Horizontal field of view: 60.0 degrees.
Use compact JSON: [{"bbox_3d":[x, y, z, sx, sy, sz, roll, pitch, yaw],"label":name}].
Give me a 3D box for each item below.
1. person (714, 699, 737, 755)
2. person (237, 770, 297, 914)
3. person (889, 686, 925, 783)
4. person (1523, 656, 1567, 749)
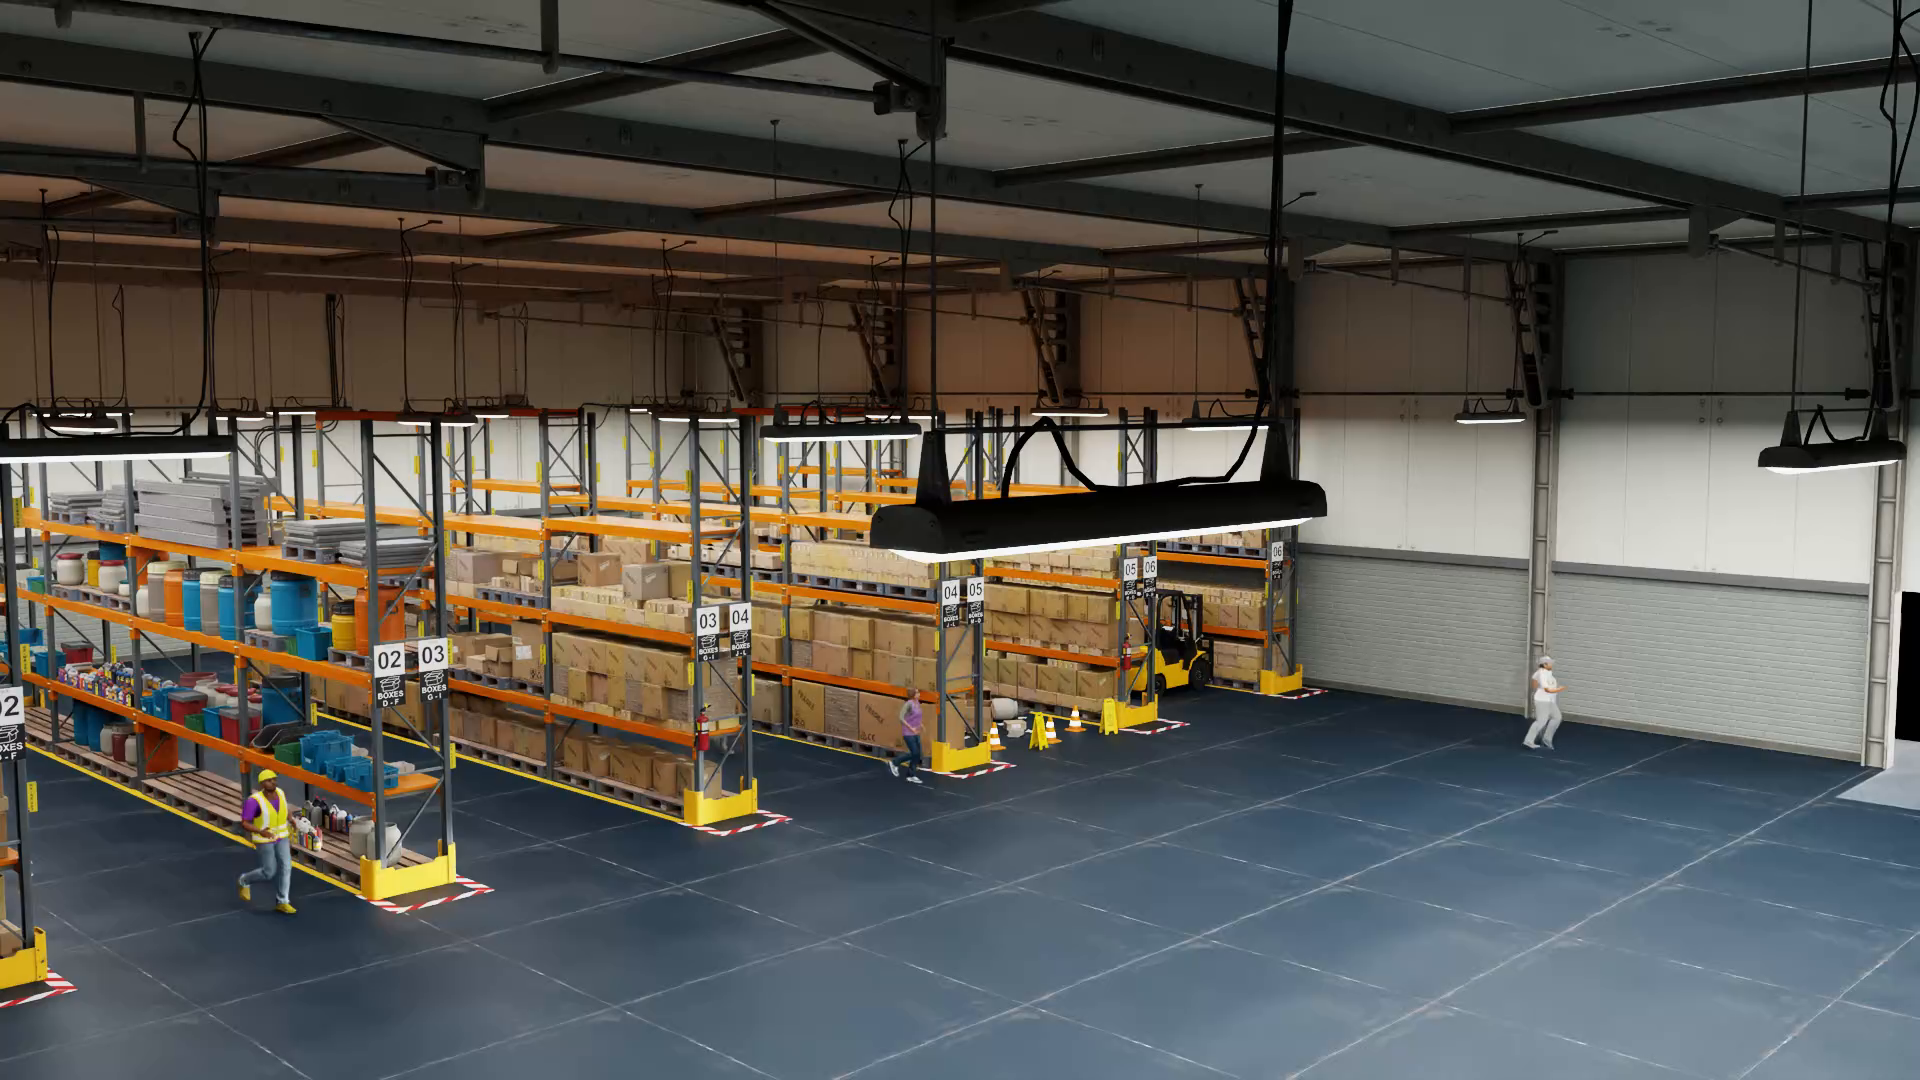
[{"bbox_3d":[-4.221,2.884,29.150,0.590,1.730,0.709,3,6,34],"label":"person"},{"bbox_3d":[-8.453,3.669,20.367,0.847,1.748,0.704,3,6,31],"label":"person"},{"bbox_3d":[-0.853,3.165,27.133,0.543,1.582,0.576,2,6,24],"label":"person"},{"bbox_3d":[10.375,2.910,29.470,0.705,1.727,0.596,2,5,23],"label":"person"}]
